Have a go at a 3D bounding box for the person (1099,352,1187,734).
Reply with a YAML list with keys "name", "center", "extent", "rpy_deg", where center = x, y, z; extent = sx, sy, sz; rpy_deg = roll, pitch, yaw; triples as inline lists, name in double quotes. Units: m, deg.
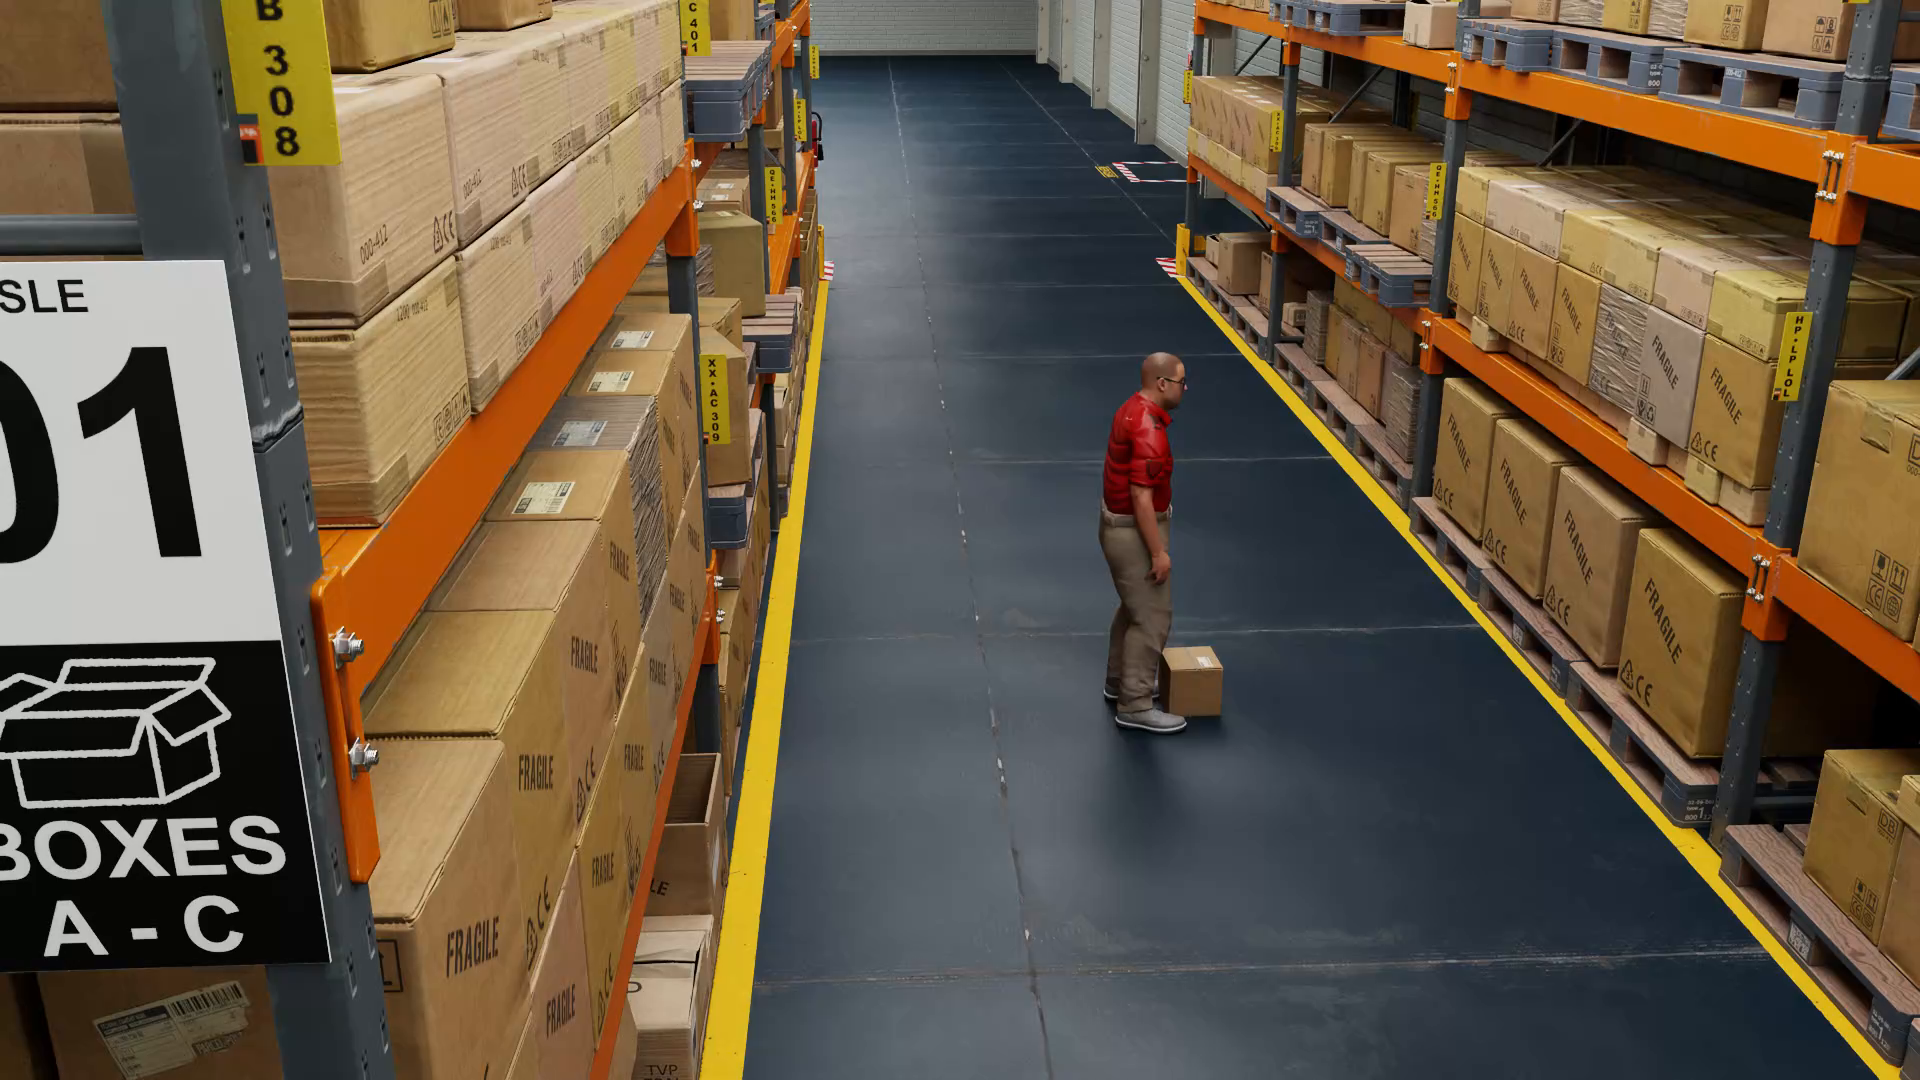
- name: "person"
  center: [0.842, -0.010, 7.621]
  extent: [0.394, 1.727, 0.587]
  rpy_deg: [-1, 20, -3]
